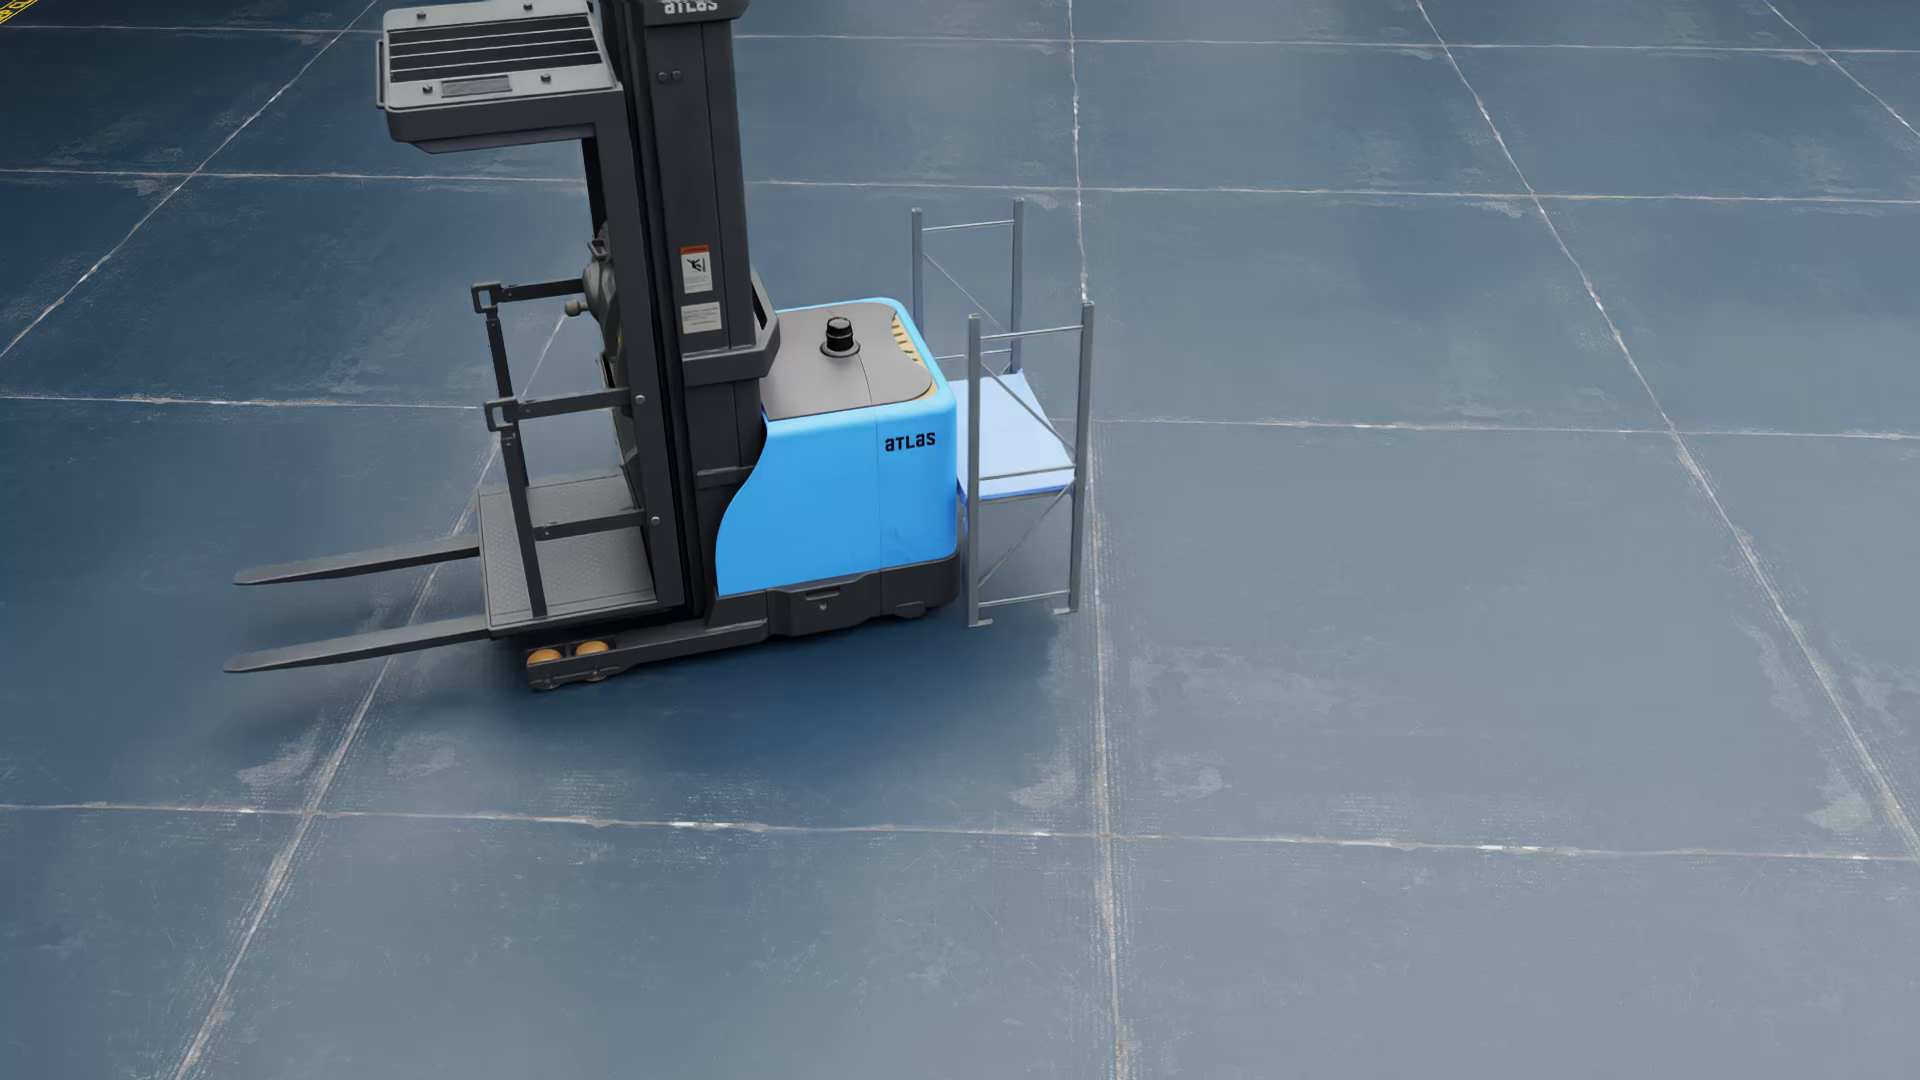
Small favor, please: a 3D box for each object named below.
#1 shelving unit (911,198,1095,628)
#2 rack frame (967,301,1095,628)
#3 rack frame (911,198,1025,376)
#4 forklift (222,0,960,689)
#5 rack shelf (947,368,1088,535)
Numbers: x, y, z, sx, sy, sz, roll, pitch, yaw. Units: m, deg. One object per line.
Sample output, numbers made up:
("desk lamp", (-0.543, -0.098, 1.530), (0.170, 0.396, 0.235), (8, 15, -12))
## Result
("shelving unit", (0.156, -0.558, 7.239), (0.538, 1.500, 1.048), (-8, 36, -11))
("rack frame", (0.277, -0.274, 6.835), (0.500, 1.500, 0.032), (-8, 36, -11))
("rack frame", (0.036, -0.842, 7.643), (0.500, 1.500, 0.032), (-8, 36, -11))
("forklift", (-1.575, -0.921, 6.511), (3.031, 2.935, 1.130), (-9, 36, -13))
("rack shelf", (0.156, -0.411, 7.343), (0.538, 0.185, 1.000), (-8, 36, -11))
